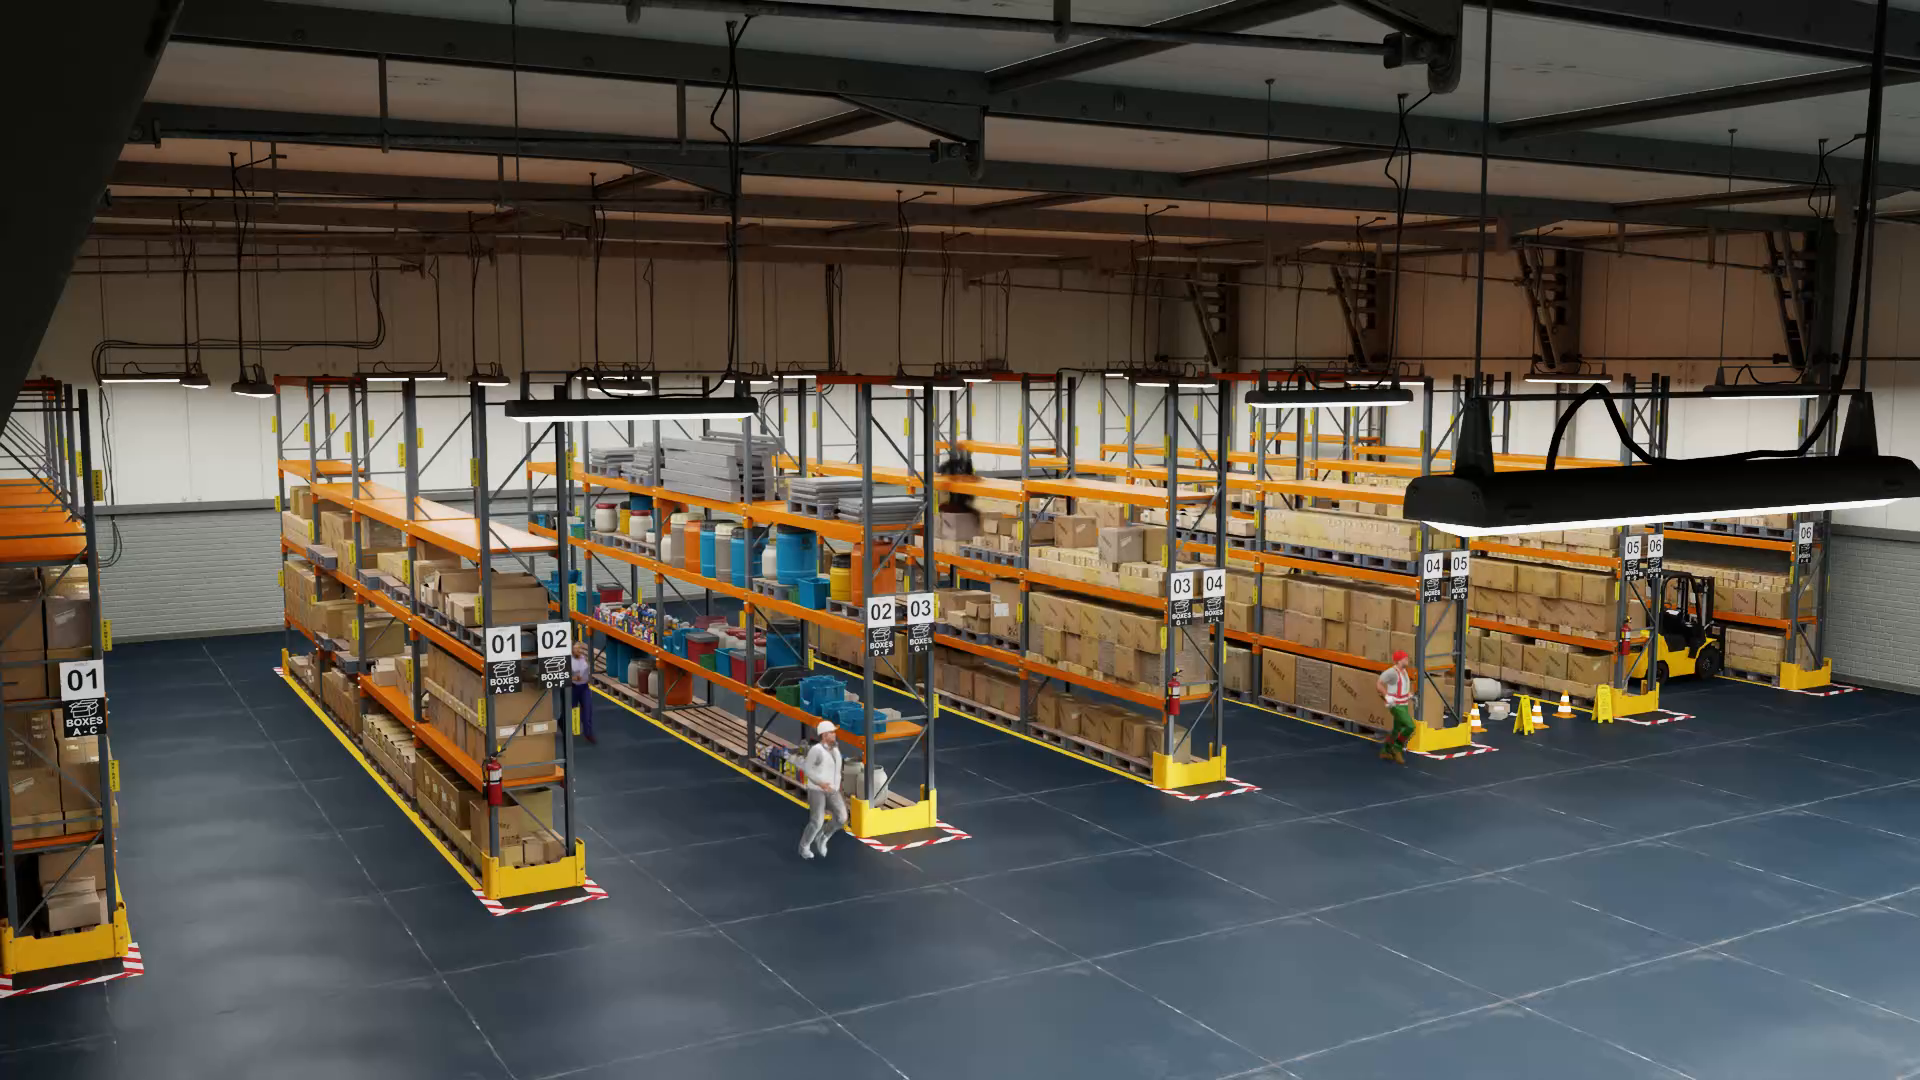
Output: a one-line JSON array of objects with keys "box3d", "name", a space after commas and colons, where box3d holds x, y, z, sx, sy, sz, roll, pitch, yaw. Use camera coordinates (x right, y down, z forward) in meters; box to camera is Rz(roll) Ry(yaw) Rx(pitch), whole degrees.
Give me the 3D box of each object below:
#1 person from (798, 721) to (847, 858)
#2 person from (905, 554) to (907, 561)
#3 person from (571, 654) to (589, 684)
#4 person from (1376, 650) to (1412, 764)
[{"box3d": [-1.685, 3.159, 21.152, 0.598, 1.714, 0.713, 5, 8, 40], "name": "person"}, {"box3d": [-1.279, 1.179, 39.257, 0.700, 1.834, 0.766, -2, 7, -20], "name": "person"}, {"box3d": [-6.346, 2.130, 27.435, 0.578, 0.509, 0.425, -6, 9, -44], "name": "person"}, {"box3d": [6.851, 2.601, 26.080, 0.528, 1.762, 0.674, 5, 8, 41], "name": "person"}]
